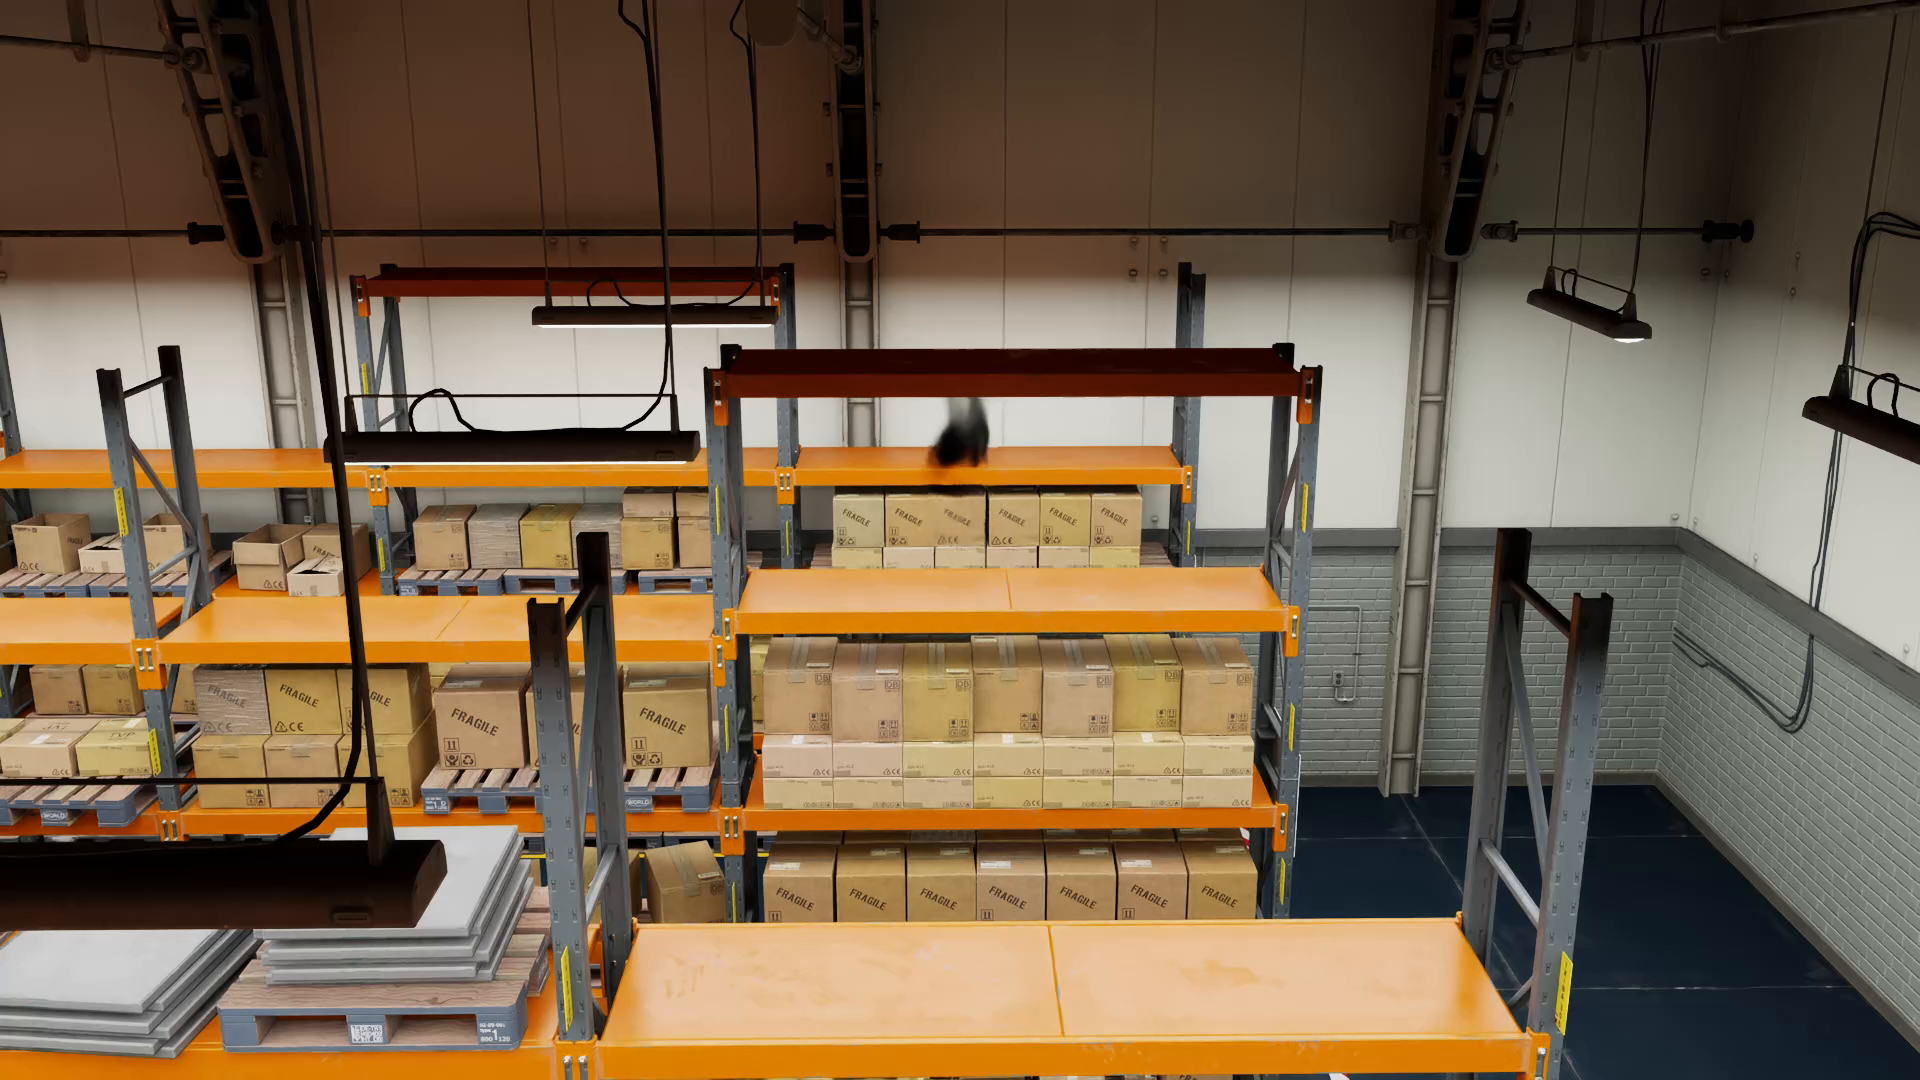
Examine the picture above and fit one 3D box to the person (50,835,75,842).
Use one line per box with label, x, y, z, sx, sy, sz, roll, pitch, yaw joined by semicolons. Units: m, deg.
person;-7.517;3.283;14.631;1.071;1.466;0.614;5;17;16
